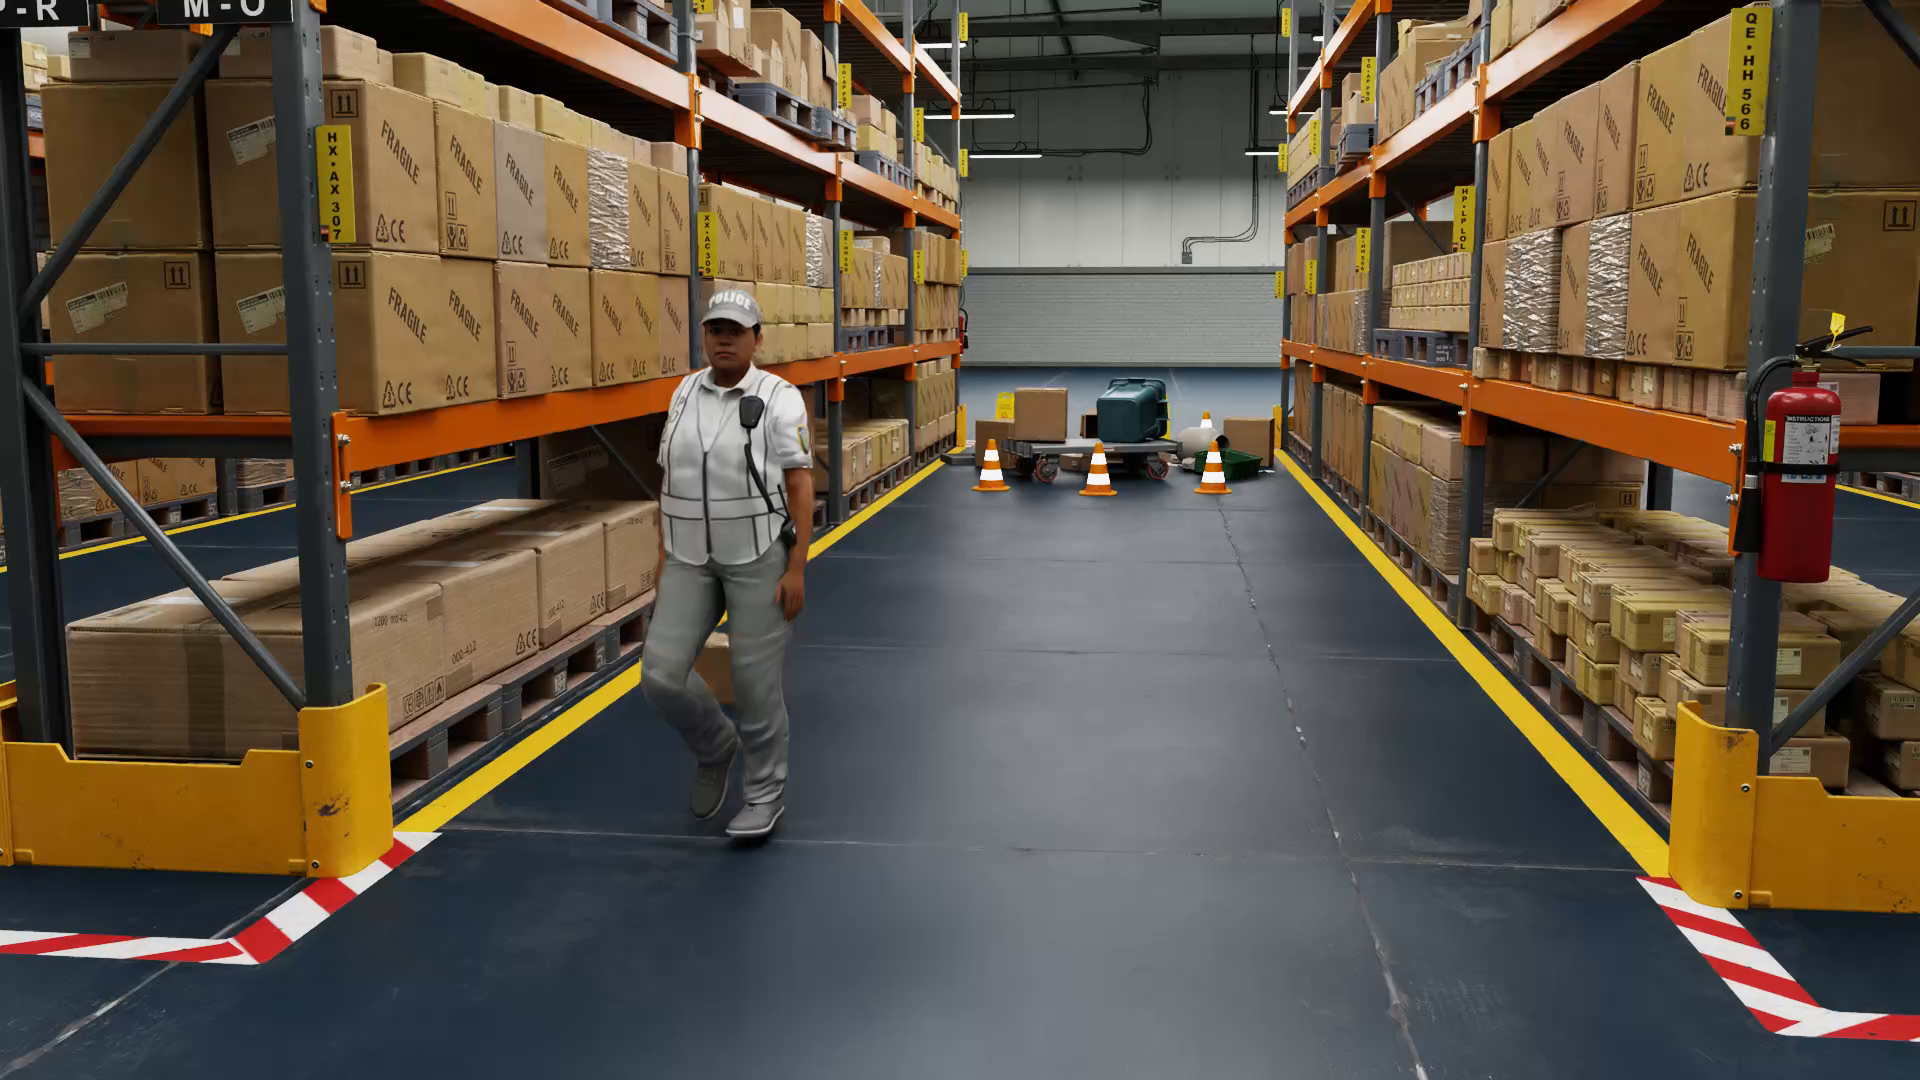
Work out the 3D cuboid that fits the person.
[{"bbox_3d":[-0.704,0.079,5.047,0.535,1.665,0.453,2,8,15],"label":"person"}]
